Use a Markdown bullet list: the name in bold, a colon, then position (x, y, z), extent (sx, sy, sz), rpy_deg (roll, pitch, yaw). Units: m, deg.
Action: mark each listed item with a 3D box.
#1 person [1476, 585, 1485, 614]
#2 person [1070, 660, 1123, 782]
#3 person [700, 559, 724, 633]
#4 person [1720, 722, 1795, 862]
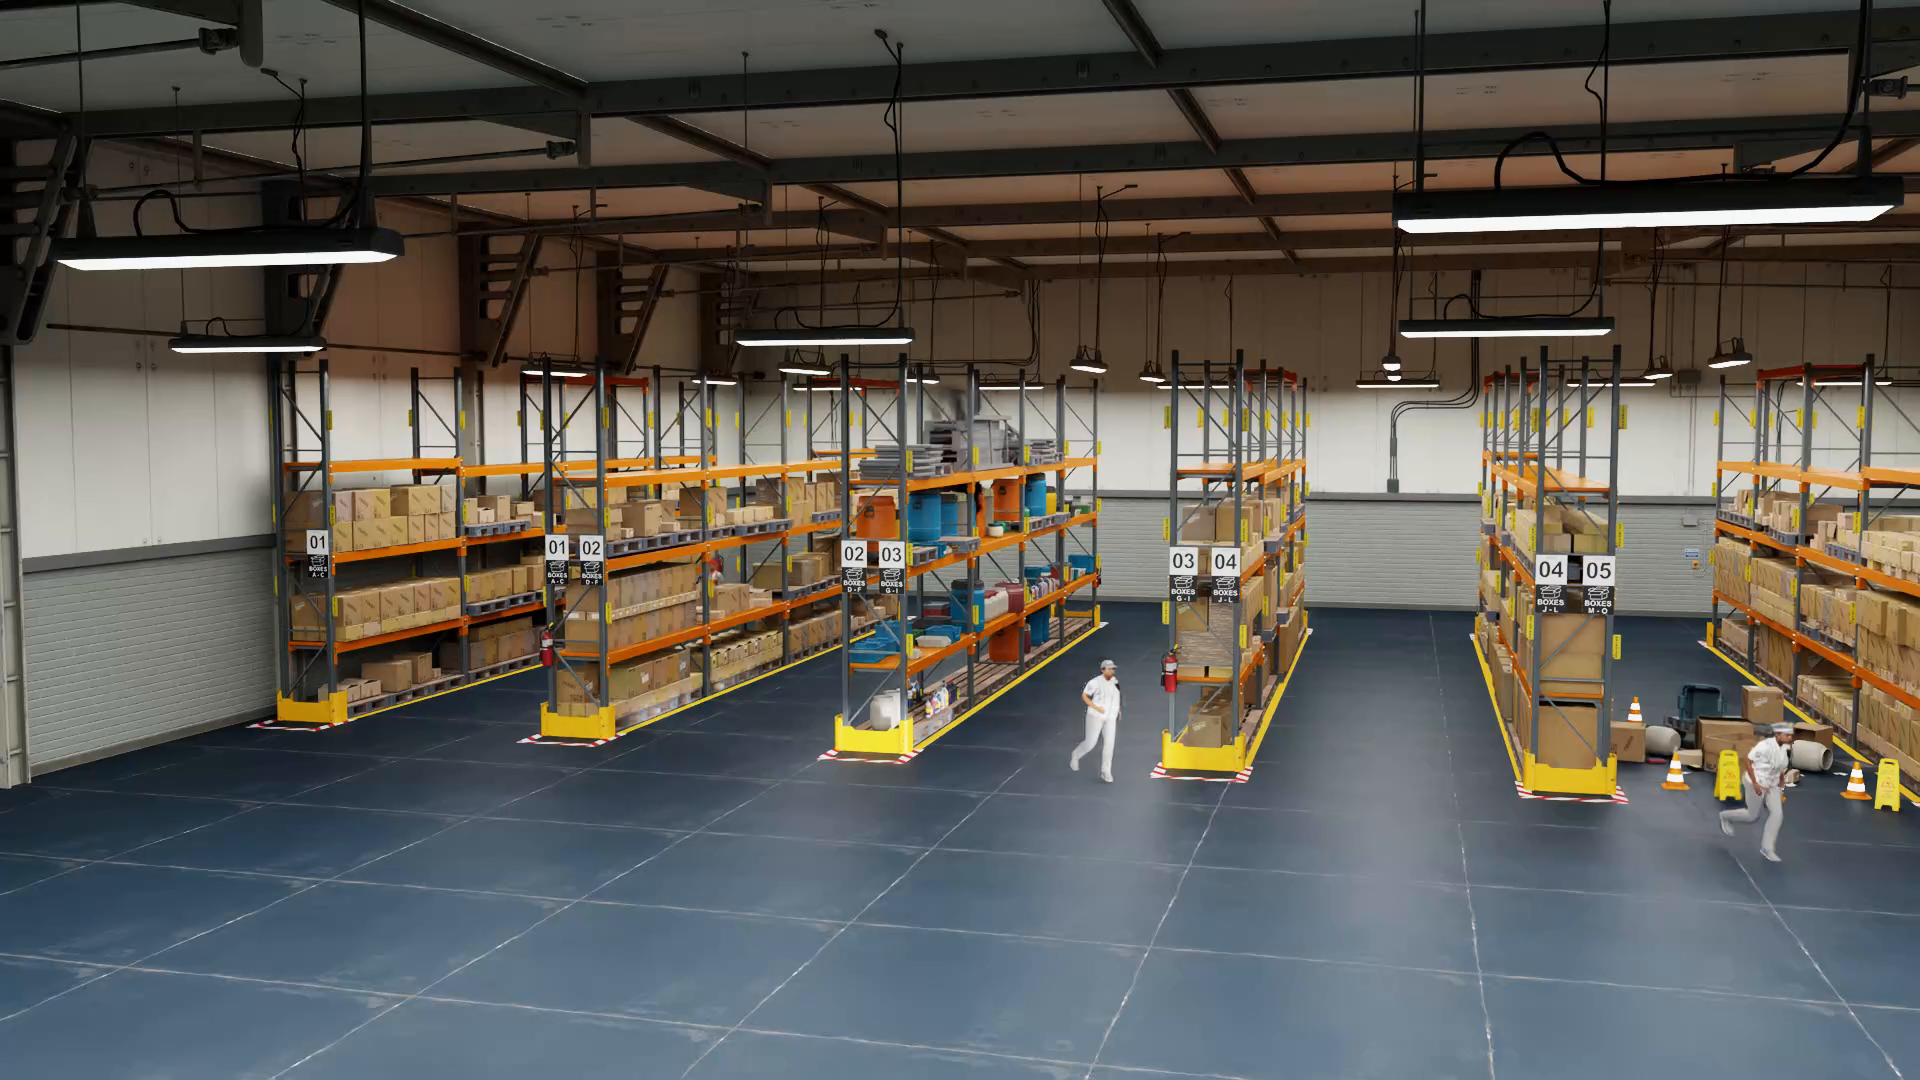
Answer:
- **person**: position (12.426, 1.348, 38.937), extent (0.672, 1.792, 0.747), rpy_deg (2, 4, 20)
- **person**: position (2.014, 2.502, 23.347), extent (0.692, 1.635, 0.920), rpy_deg (-2, 5, -24)
- **person**: position (-5.815, 1.329, 38.756), extent (0.634, 1.773, 0.674), rpy_deg (0, 4, 5)
- **person**: position (9.223, 2.847, 19.232), extent (0.583, 1.631, 0.909), rpy_deg (-2, 5, -28)
